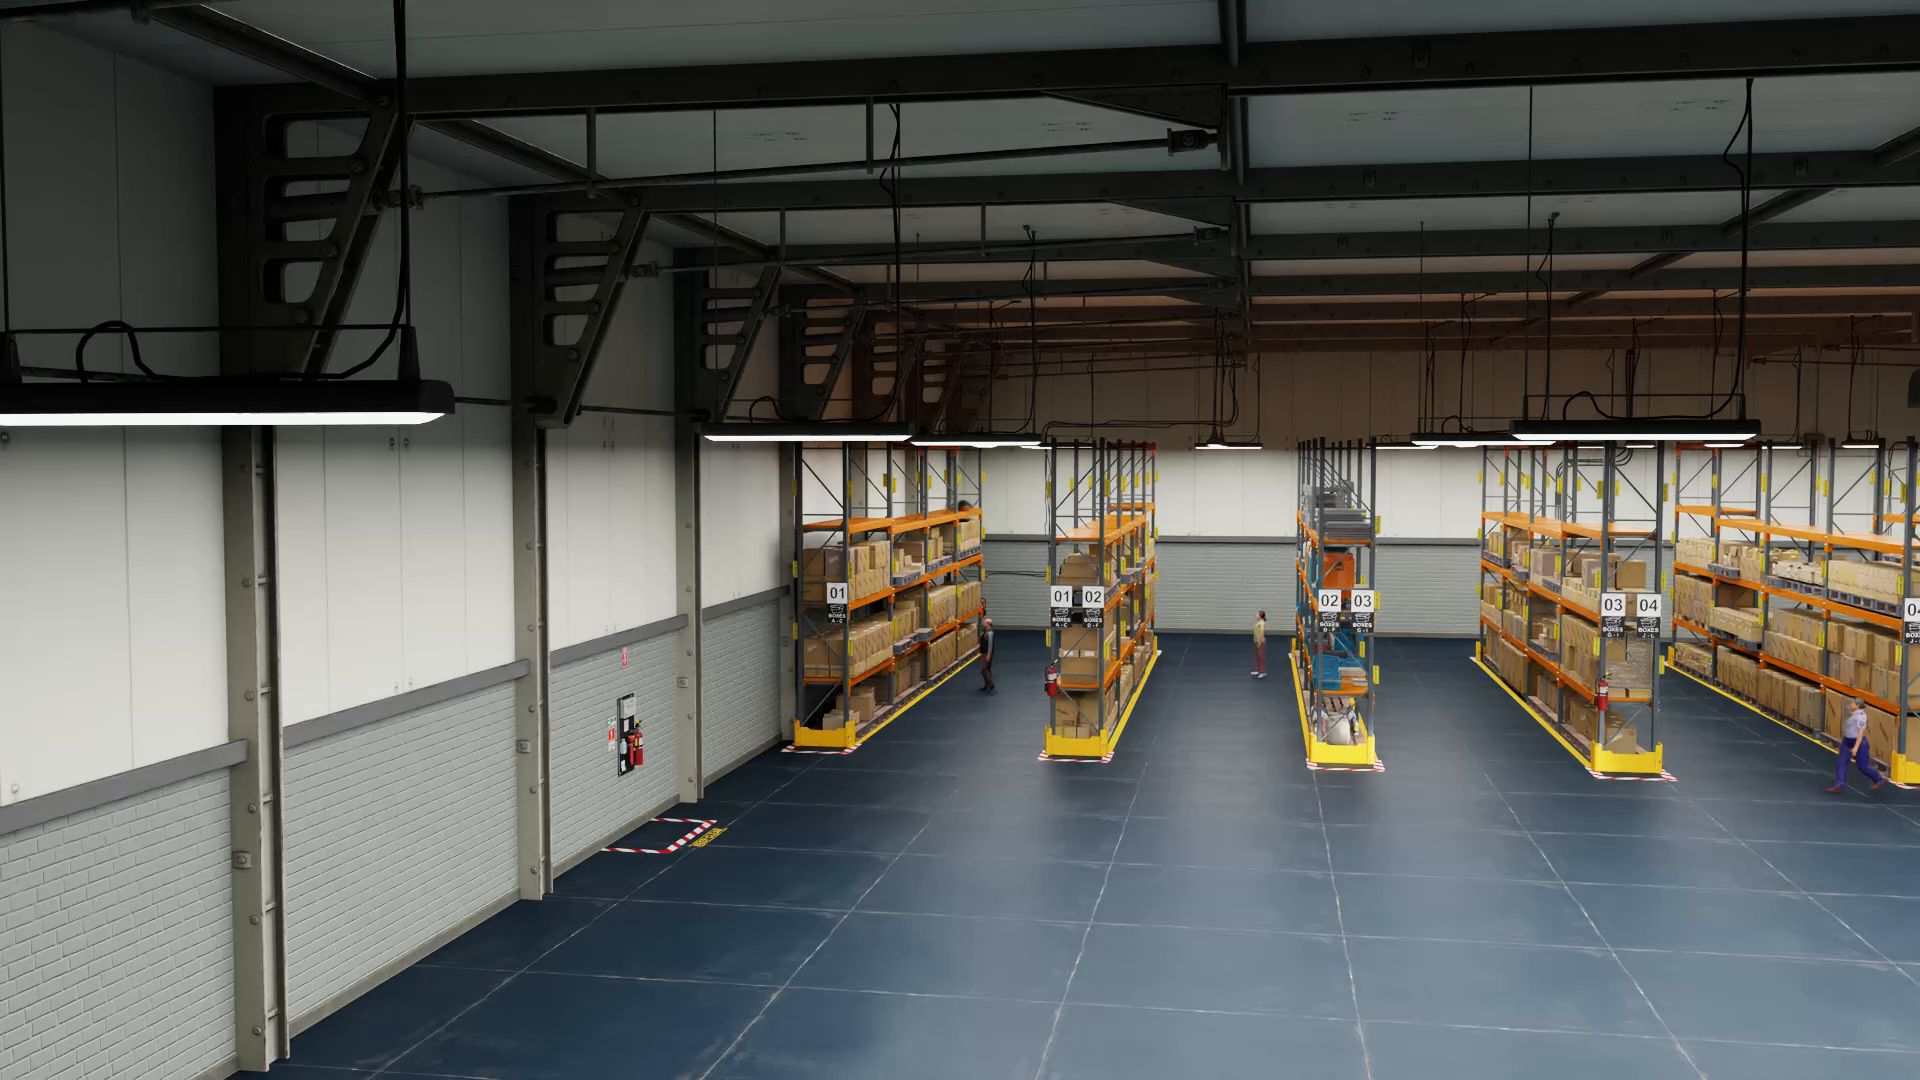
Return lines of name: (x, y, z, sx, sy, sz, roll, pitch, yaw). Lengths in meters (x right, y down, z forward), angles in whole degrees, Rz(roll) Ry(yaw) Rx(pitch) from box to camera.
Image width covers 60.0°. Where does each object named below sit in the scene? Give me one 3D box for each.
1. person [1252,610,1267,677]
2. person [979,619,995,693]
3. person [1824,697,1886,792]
person: (7.687, 2.649, 42.580, 0.343, 1.705, 0.483, -1, 3, -17)
person: (0.639, 2.758, 39.812, 0.371, 1.744, 0.566, 0, 3, -2)
person: (15.036, 3.484, 27.864, 0.926, 1.519, 0.467, -1, 3, -13)
